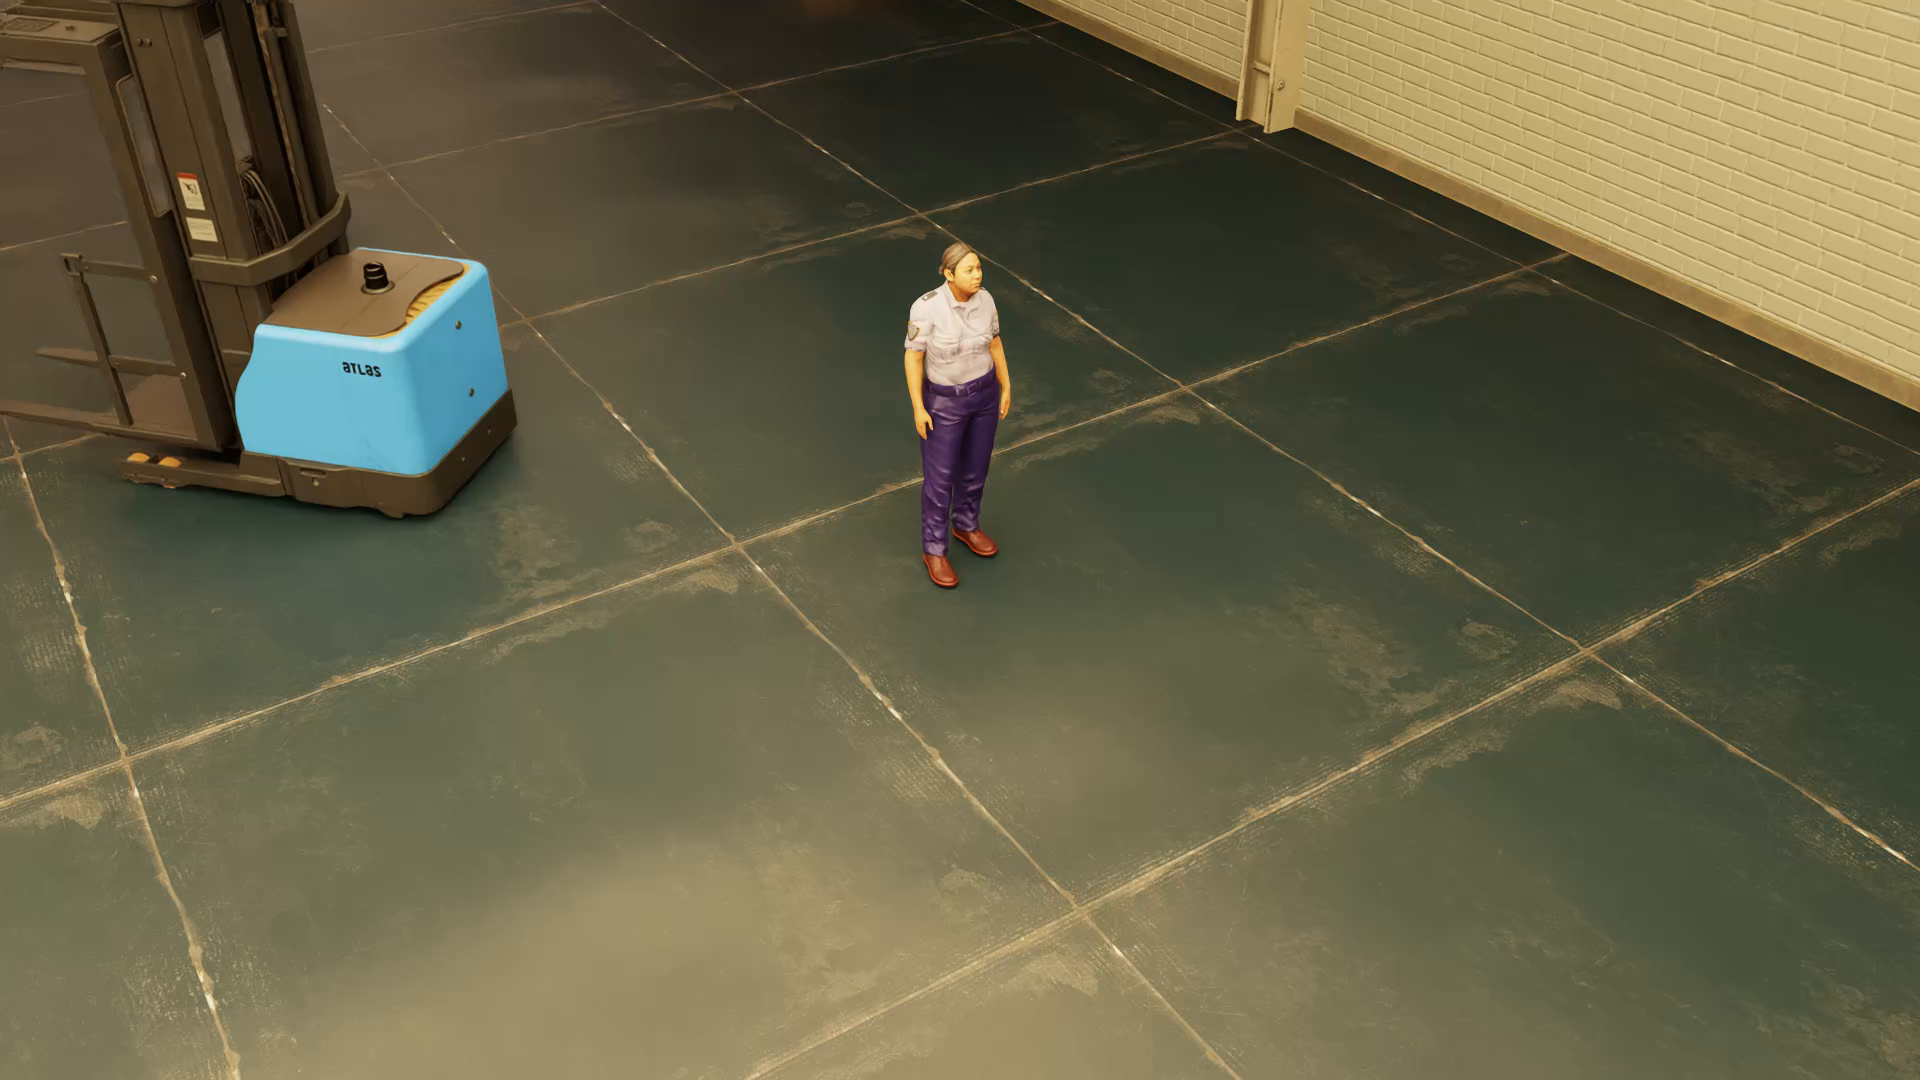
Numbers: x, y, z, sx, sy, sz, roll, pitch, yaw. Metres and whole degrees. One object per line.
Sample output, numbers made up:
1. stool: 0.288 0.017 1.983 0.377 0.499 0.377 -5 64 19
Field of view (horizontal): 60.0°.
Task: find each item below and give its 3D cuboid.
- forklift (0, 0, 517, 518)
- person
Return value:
1. forklift: -4.107 -1.767 8.662 3.031 2.935 1.130 8 36 12
2. person: 0.030 -0.629 8.147 0.598 1.651 0.502 -21 40 -27
